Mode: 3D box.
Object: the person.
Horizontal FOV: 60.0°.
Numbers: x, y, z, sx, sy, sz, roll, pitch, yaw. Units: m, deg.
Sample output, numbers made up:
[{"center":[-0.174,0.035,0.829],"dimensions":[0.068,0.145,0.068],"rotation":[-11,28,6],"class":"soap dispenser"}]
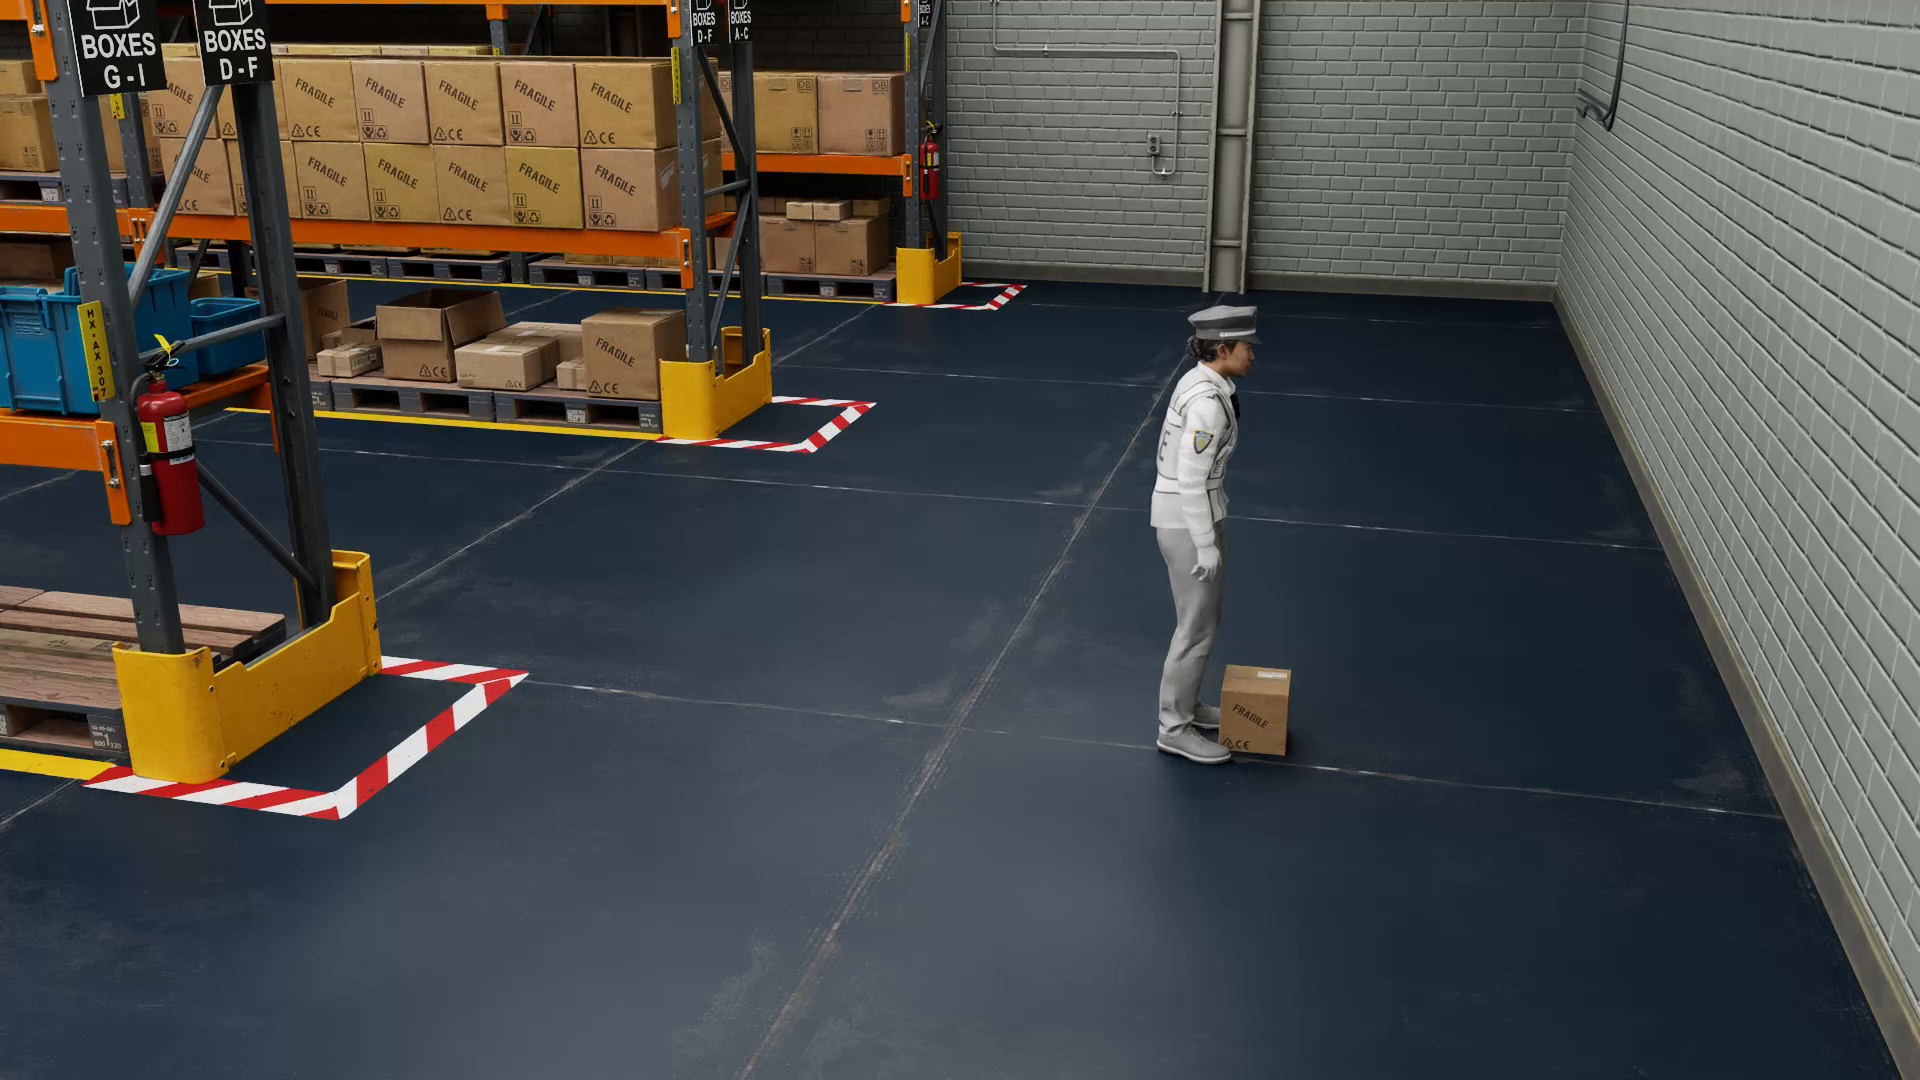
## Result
[{"center":[0.894,-0.043,6.177],"dimensions":[0.370,1.667,0.547],"rotation":[4,19,11],"class":"person"}]
